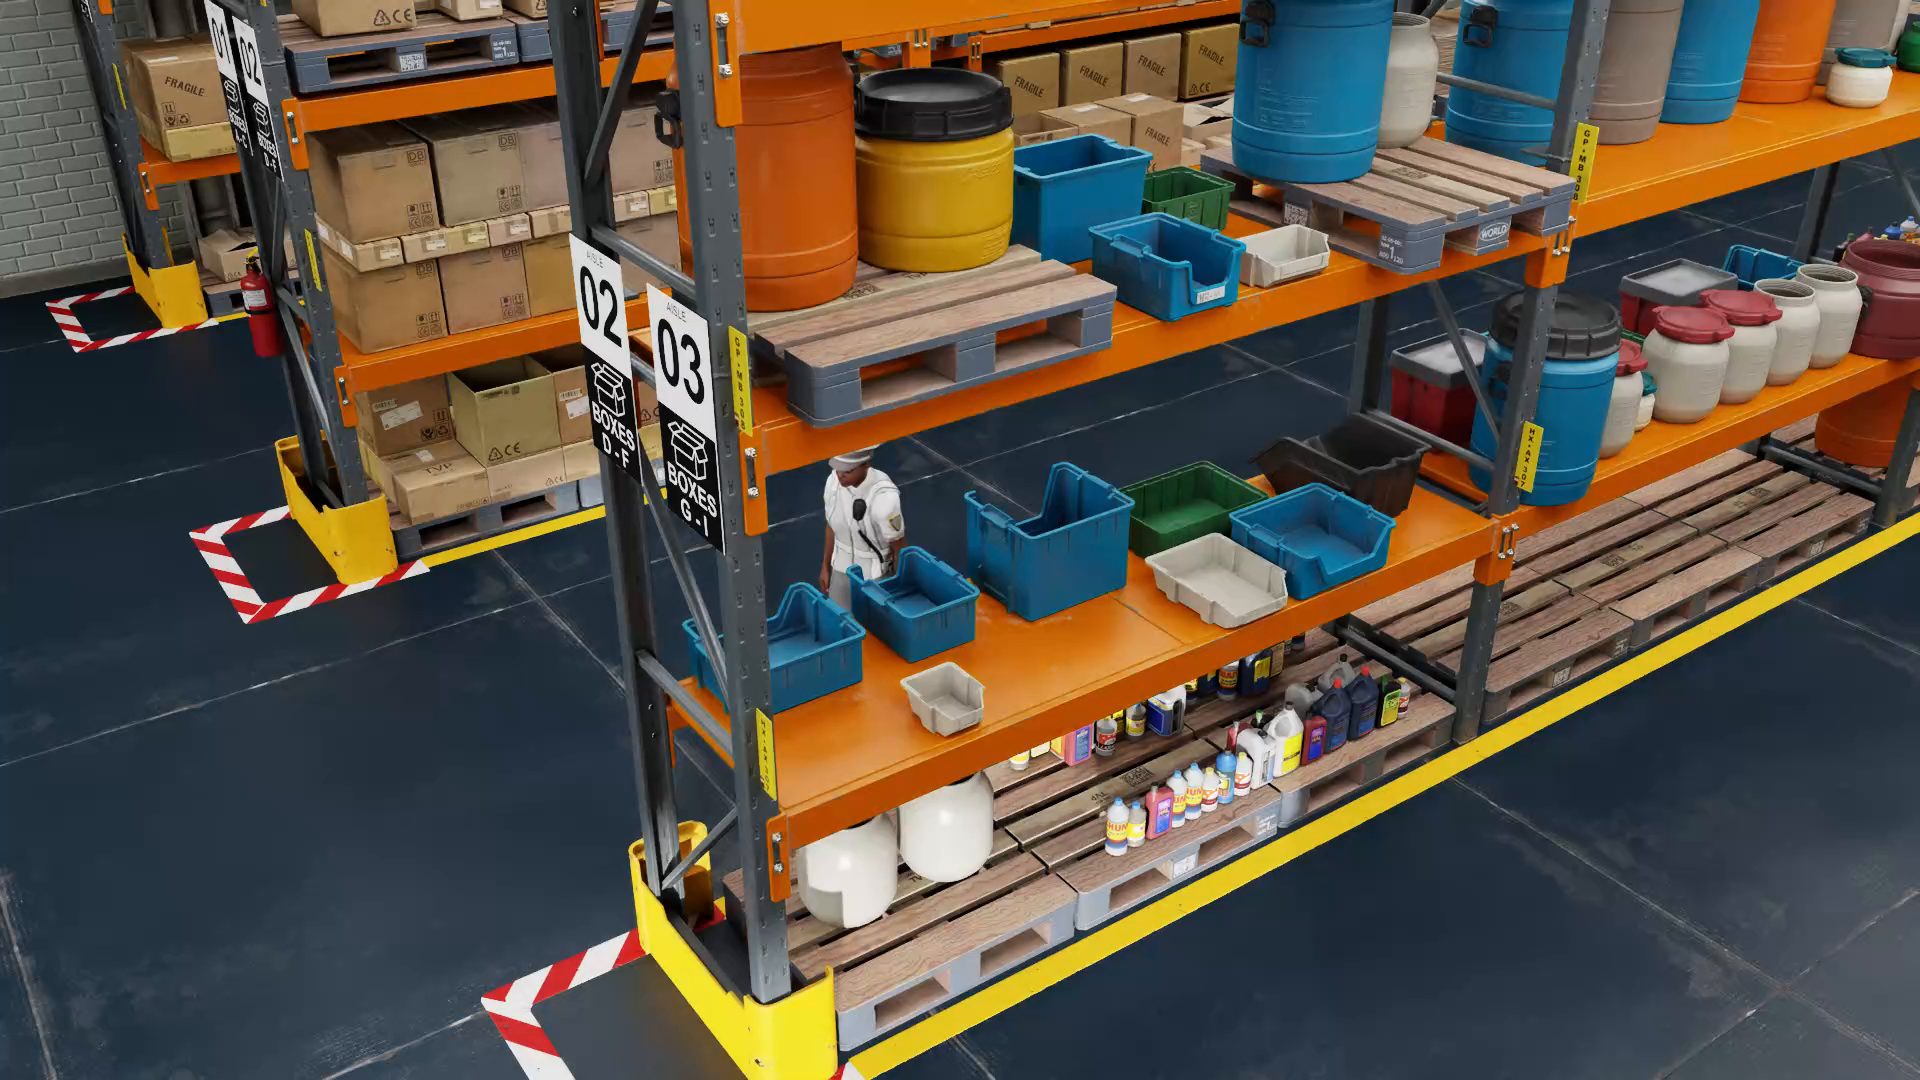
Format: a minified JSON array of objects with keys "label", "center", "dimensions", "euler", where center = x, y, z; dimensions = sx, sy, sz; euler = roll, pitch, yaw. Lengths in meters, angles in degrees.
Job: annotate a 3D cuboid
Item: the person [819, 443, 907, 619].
[{"label":"person","center":[-0.489,0.198,8.265],"dimensions":[0.510,1.659,0.395],"euler":[19,34,31]}]
